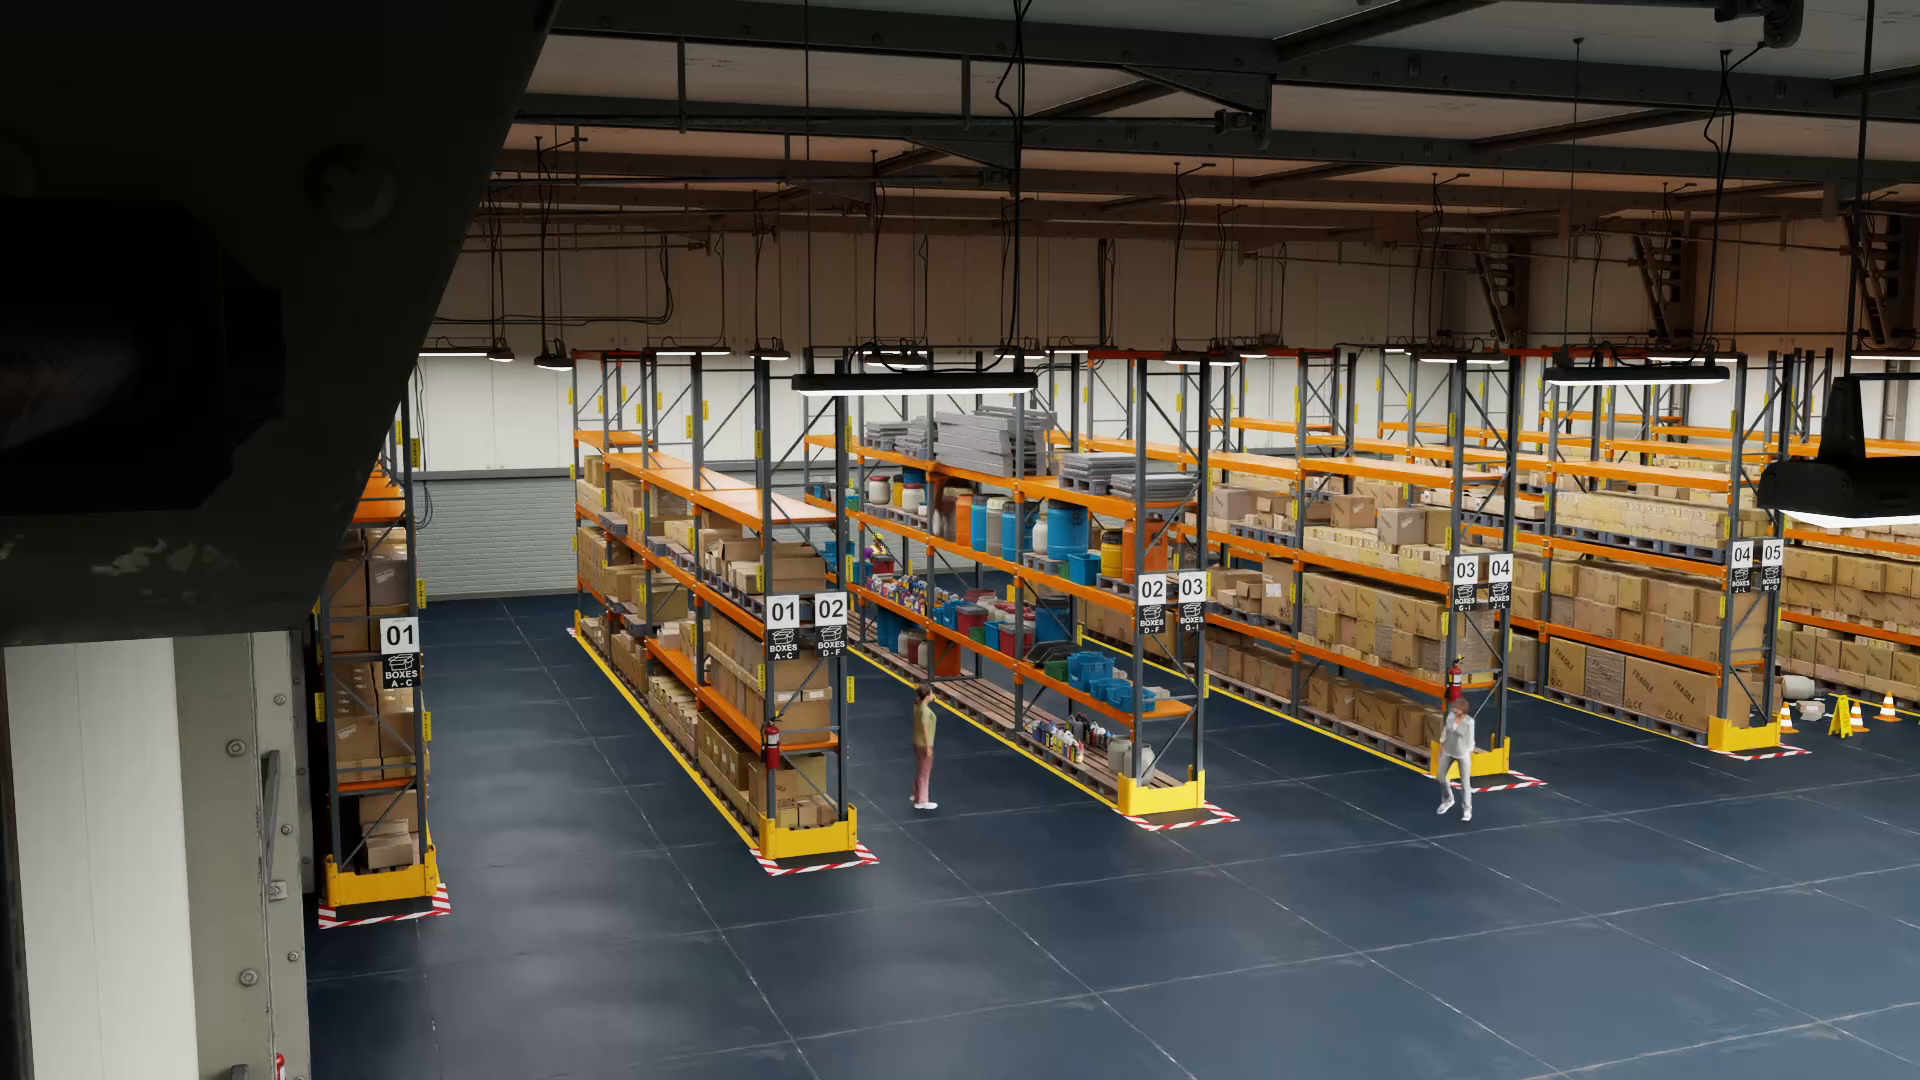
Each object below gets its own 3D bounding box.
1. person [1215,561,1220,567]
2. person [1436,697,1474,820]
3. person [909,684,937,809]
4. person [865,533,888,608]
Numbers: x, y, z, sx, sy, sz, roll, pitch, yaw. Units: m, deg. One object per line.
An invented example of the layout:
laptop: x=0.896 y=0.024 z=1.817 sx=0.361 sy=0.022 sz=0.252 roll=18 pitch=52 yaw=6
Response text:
person: x=5.364 y=1.256 z=34.320 sx=0.415 sy=1.571 sz=1.045 roll=-2 pitch=7 yaw=-16
person: x=6.483 y=2.832 z=21.723 sx=0.480 sy=1.603 sz=0.354 roll=6 pitch=9 yaw=40
person: x=-0.478 y=2.776 z=22.216 sx=0.313 sy=1.713 sz=0.537 roll=-2 pitch=8 yaw=-19
person: x=-1.904 y=0.717 z=38.096 sx=0.579 sy=1.753 sz=0.557 roll=4 pitch=8 yaw=27
